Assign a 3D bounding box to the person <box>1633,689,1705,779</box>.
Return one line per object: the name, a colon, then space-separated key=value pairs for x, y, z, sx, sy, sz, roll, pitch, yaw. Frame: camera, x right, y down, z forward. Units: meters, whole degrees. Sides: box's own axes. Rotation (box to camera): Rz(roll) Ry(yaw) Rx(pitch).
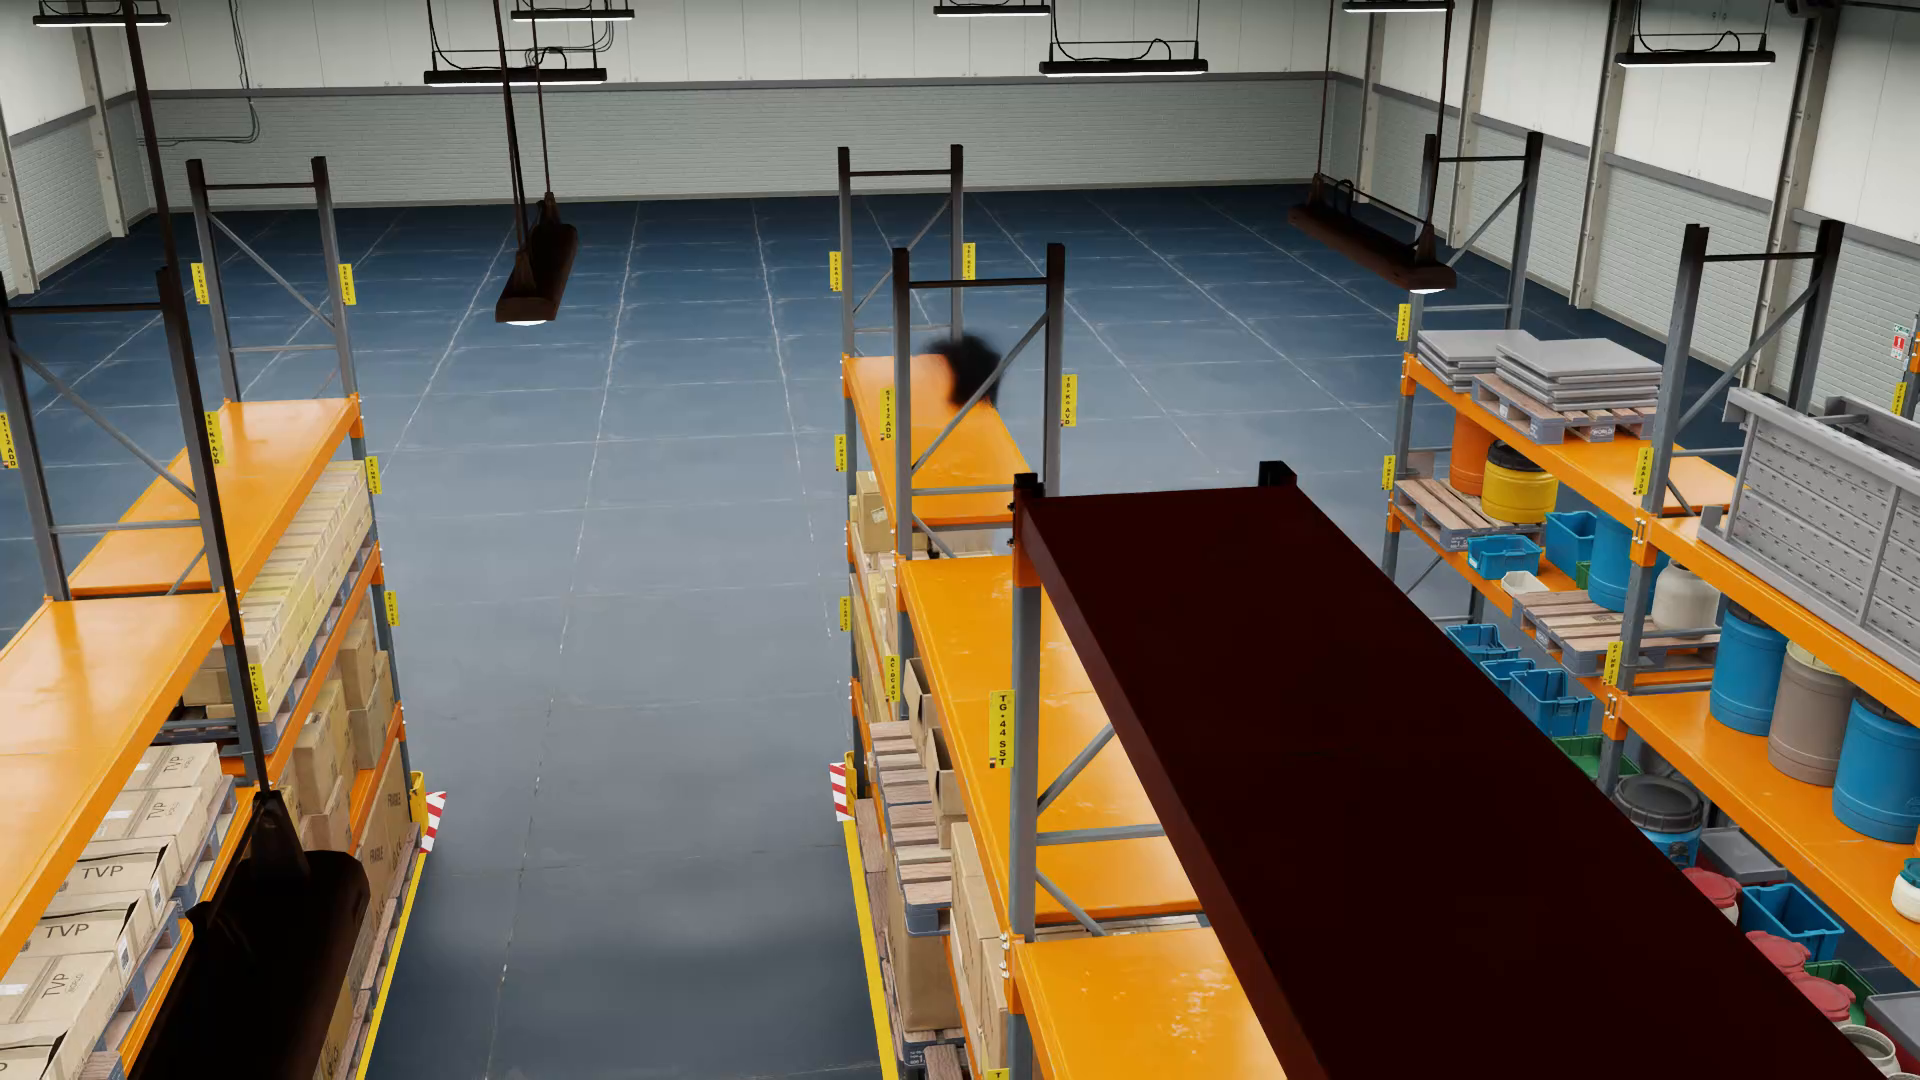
person: x=6.429 y=1.757 z=15.109 sx=0.624 sy=1.638 sz=0.917 roll=-5 pitch=22 yaw=-13
